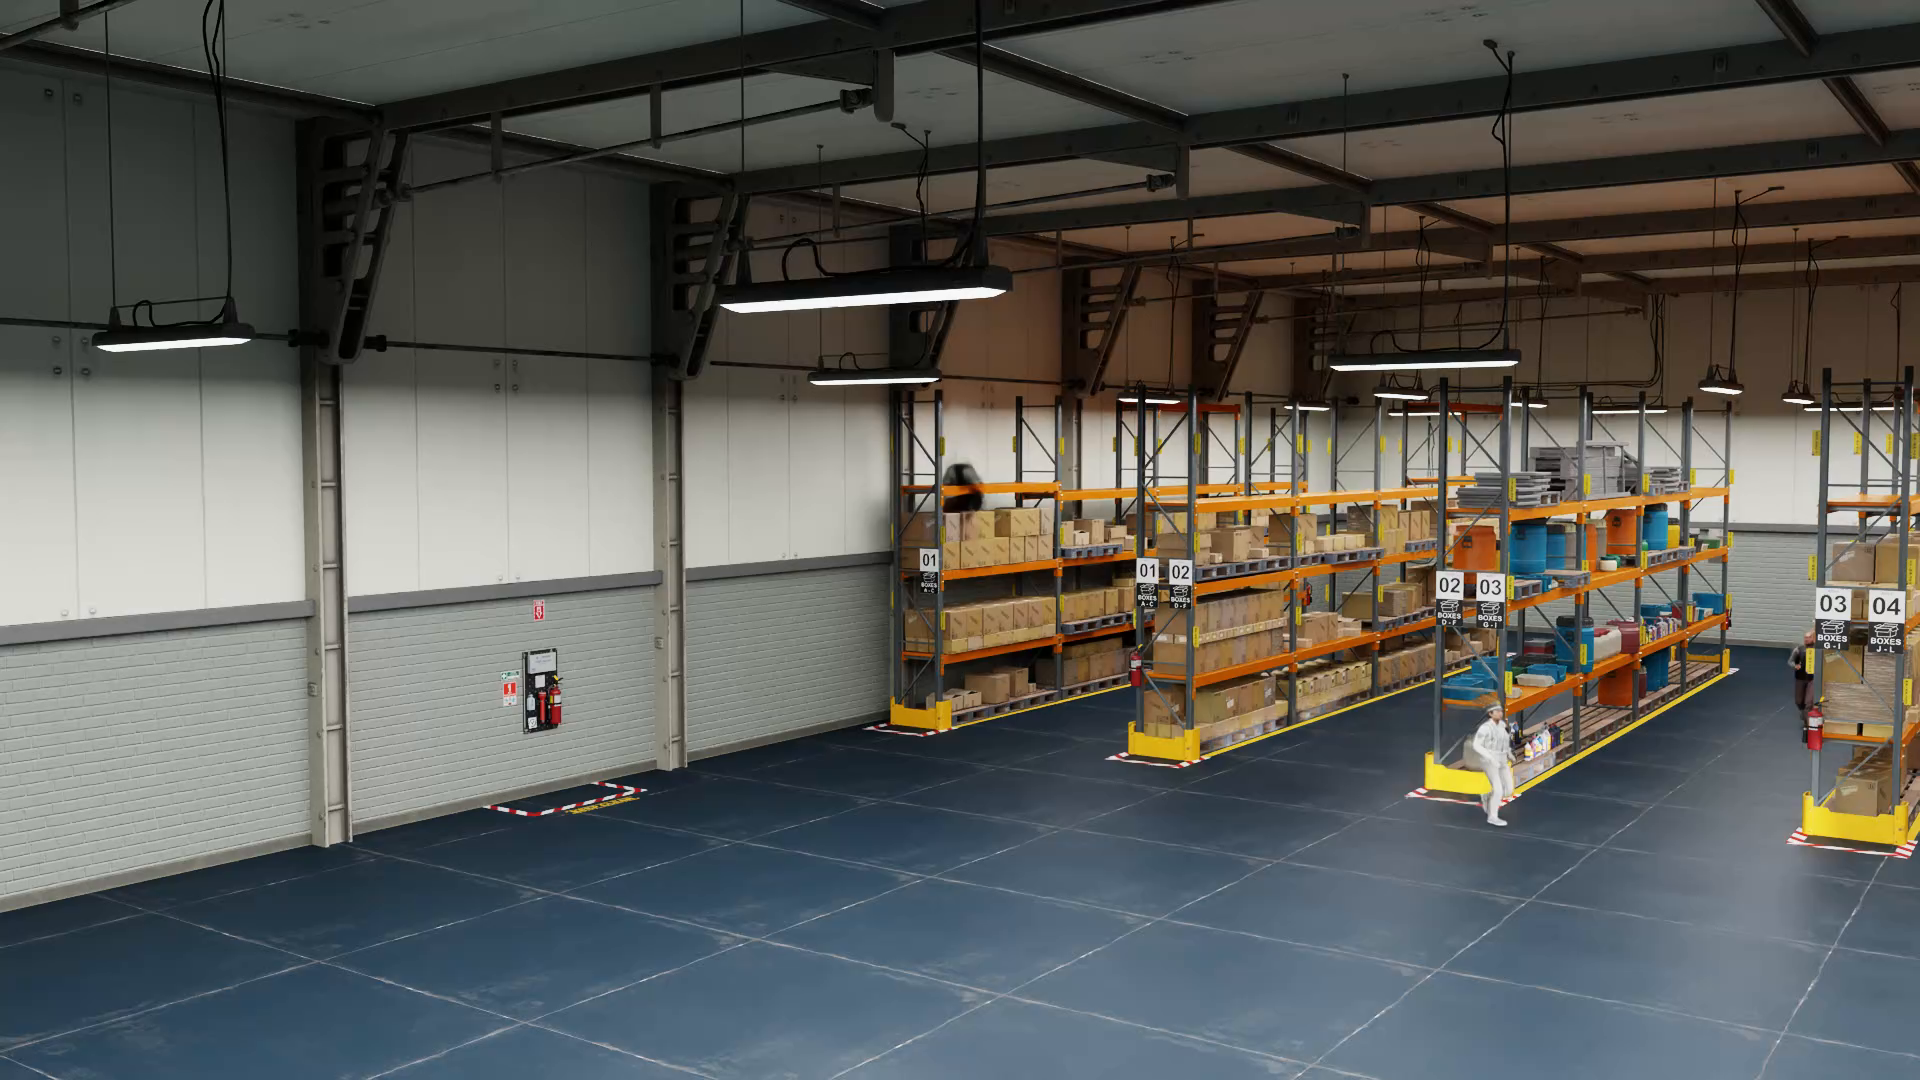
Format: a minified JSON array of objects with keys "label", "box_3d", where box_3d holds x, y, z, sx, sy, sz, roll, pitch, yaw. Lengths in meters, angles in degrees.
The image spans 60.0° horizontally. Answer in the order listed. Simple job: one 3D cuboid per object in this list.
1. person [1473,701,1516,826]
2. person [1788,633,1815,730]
[{"label":"person","box_3d":[7.062,2.936,22.000,0.599,1.652,0.524,-2,4,-27]},{"label":"person","box_3d":[15.057,2.486,29.517,0.671,1.694,0.797,2,4,34]}]
